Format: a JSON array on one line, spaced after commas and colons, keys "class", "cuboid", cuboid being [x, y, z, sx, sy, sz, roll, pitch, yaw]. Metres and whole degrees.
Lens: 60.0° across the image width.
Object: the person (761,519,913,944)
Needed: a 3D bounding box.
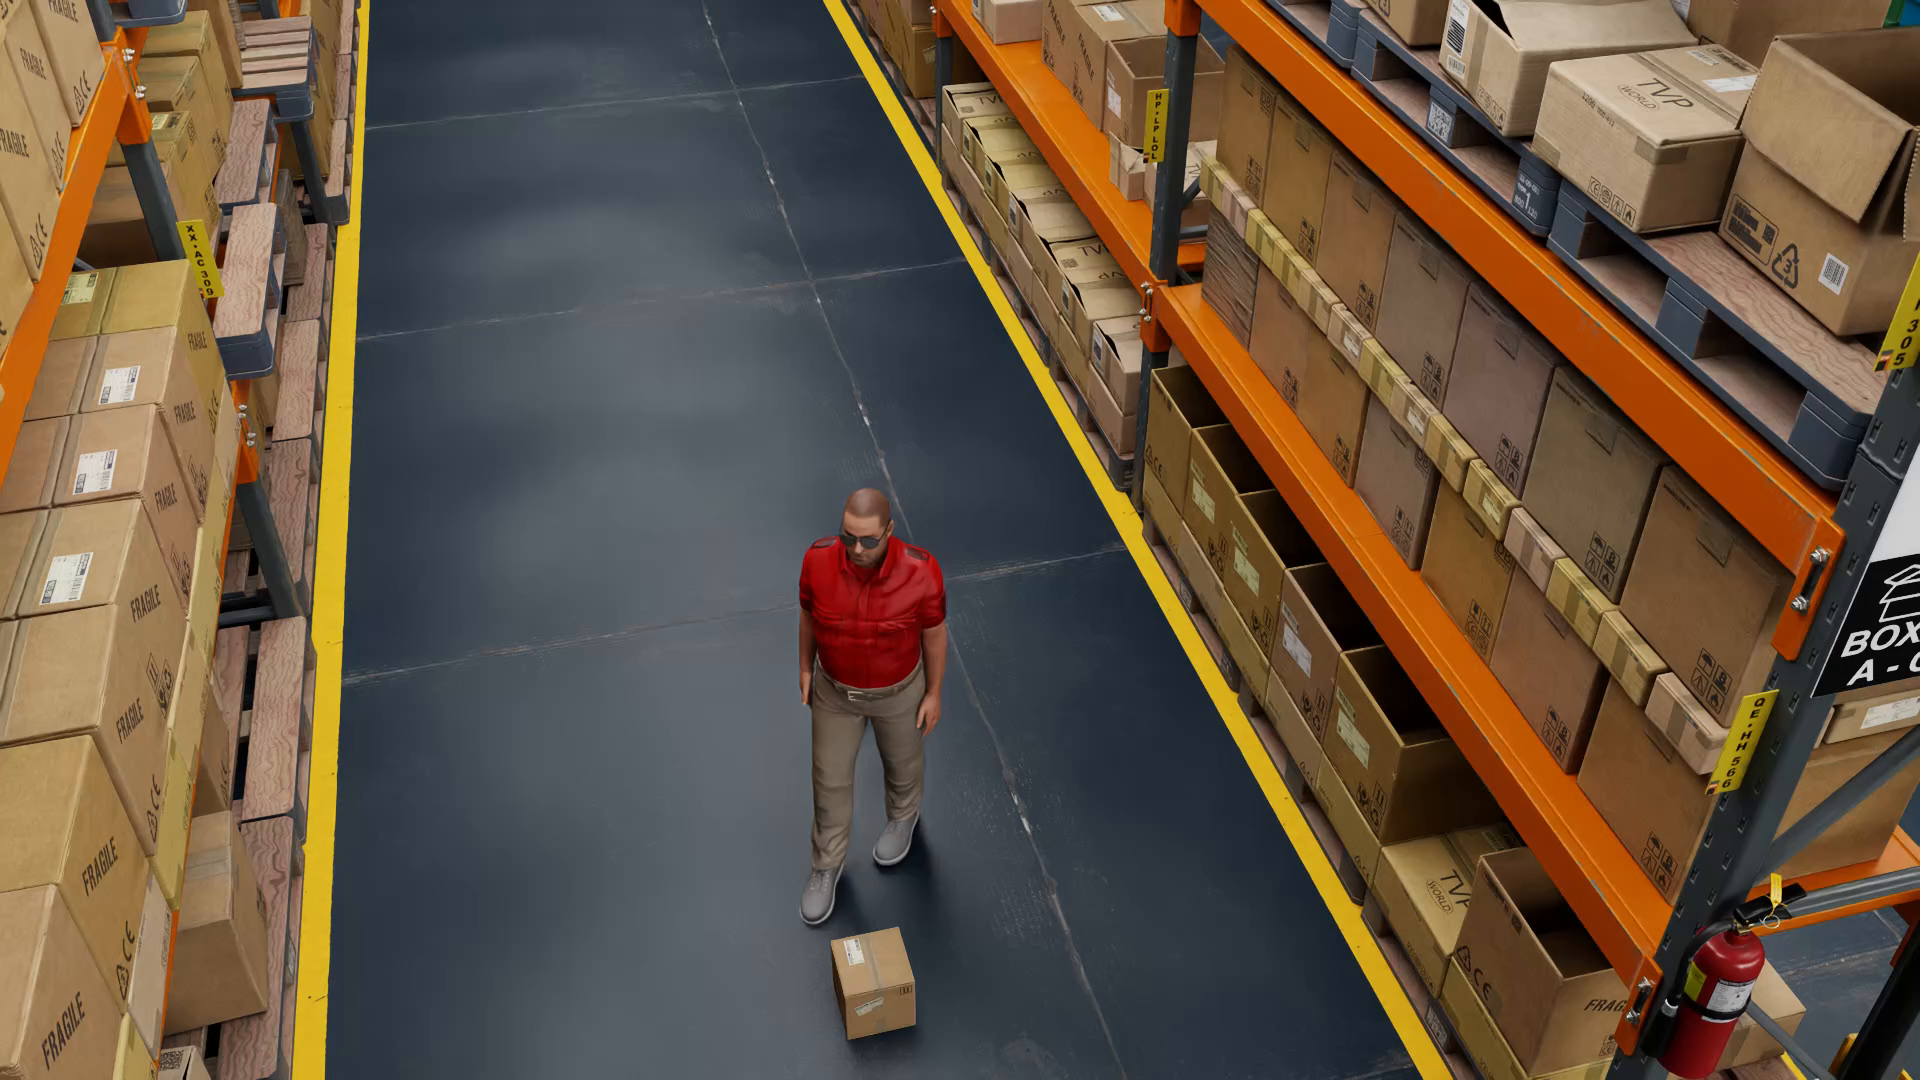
[{"class": "person", "cuboid": [-0.438, 0.663, 5.867, 0.537, 1.730, 0.634, 5, 38, 7]}]
